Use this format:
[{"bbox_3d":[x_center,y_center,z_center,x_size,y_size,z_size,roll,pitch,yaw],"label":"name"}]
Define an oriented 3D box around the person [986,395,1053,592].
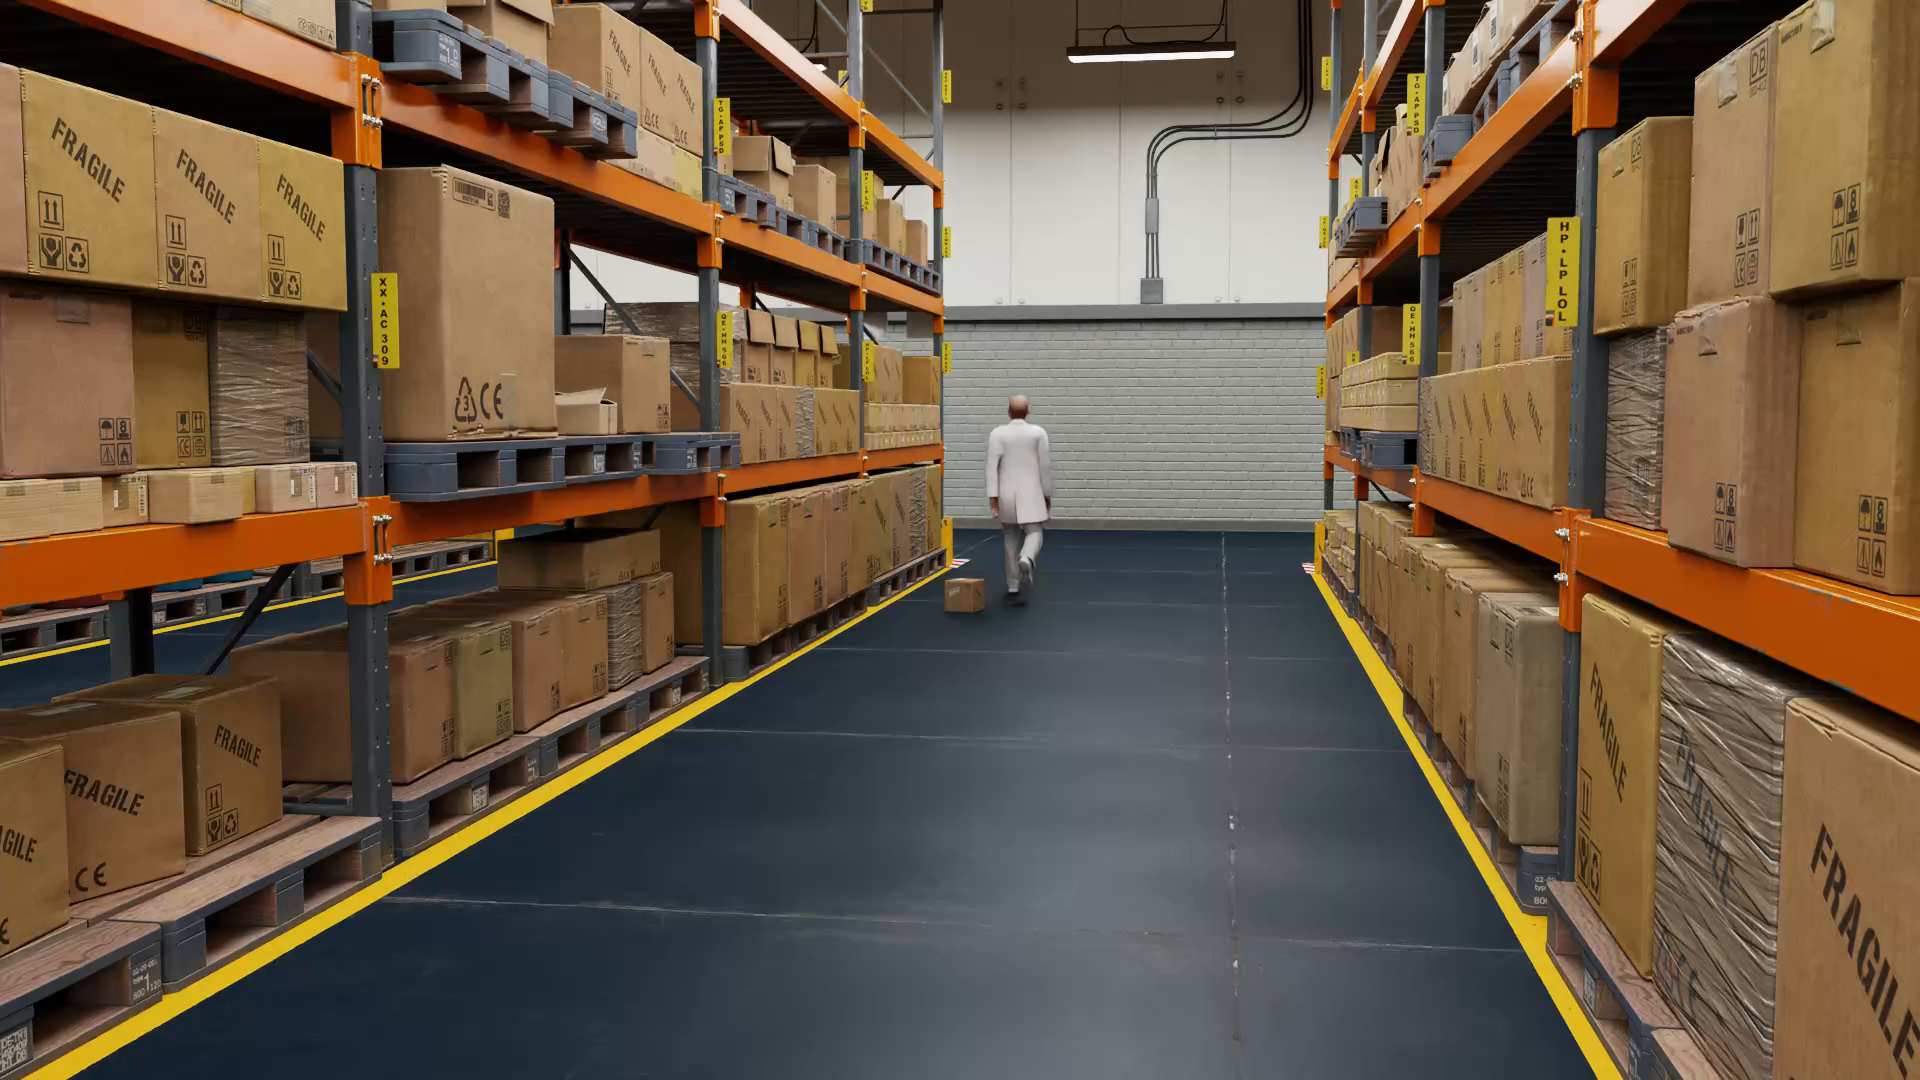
[{"bbox_3d":[0.521,-0.396,14.609,0.572,1.748,0.864,1,4,10],"label":"person"}]
